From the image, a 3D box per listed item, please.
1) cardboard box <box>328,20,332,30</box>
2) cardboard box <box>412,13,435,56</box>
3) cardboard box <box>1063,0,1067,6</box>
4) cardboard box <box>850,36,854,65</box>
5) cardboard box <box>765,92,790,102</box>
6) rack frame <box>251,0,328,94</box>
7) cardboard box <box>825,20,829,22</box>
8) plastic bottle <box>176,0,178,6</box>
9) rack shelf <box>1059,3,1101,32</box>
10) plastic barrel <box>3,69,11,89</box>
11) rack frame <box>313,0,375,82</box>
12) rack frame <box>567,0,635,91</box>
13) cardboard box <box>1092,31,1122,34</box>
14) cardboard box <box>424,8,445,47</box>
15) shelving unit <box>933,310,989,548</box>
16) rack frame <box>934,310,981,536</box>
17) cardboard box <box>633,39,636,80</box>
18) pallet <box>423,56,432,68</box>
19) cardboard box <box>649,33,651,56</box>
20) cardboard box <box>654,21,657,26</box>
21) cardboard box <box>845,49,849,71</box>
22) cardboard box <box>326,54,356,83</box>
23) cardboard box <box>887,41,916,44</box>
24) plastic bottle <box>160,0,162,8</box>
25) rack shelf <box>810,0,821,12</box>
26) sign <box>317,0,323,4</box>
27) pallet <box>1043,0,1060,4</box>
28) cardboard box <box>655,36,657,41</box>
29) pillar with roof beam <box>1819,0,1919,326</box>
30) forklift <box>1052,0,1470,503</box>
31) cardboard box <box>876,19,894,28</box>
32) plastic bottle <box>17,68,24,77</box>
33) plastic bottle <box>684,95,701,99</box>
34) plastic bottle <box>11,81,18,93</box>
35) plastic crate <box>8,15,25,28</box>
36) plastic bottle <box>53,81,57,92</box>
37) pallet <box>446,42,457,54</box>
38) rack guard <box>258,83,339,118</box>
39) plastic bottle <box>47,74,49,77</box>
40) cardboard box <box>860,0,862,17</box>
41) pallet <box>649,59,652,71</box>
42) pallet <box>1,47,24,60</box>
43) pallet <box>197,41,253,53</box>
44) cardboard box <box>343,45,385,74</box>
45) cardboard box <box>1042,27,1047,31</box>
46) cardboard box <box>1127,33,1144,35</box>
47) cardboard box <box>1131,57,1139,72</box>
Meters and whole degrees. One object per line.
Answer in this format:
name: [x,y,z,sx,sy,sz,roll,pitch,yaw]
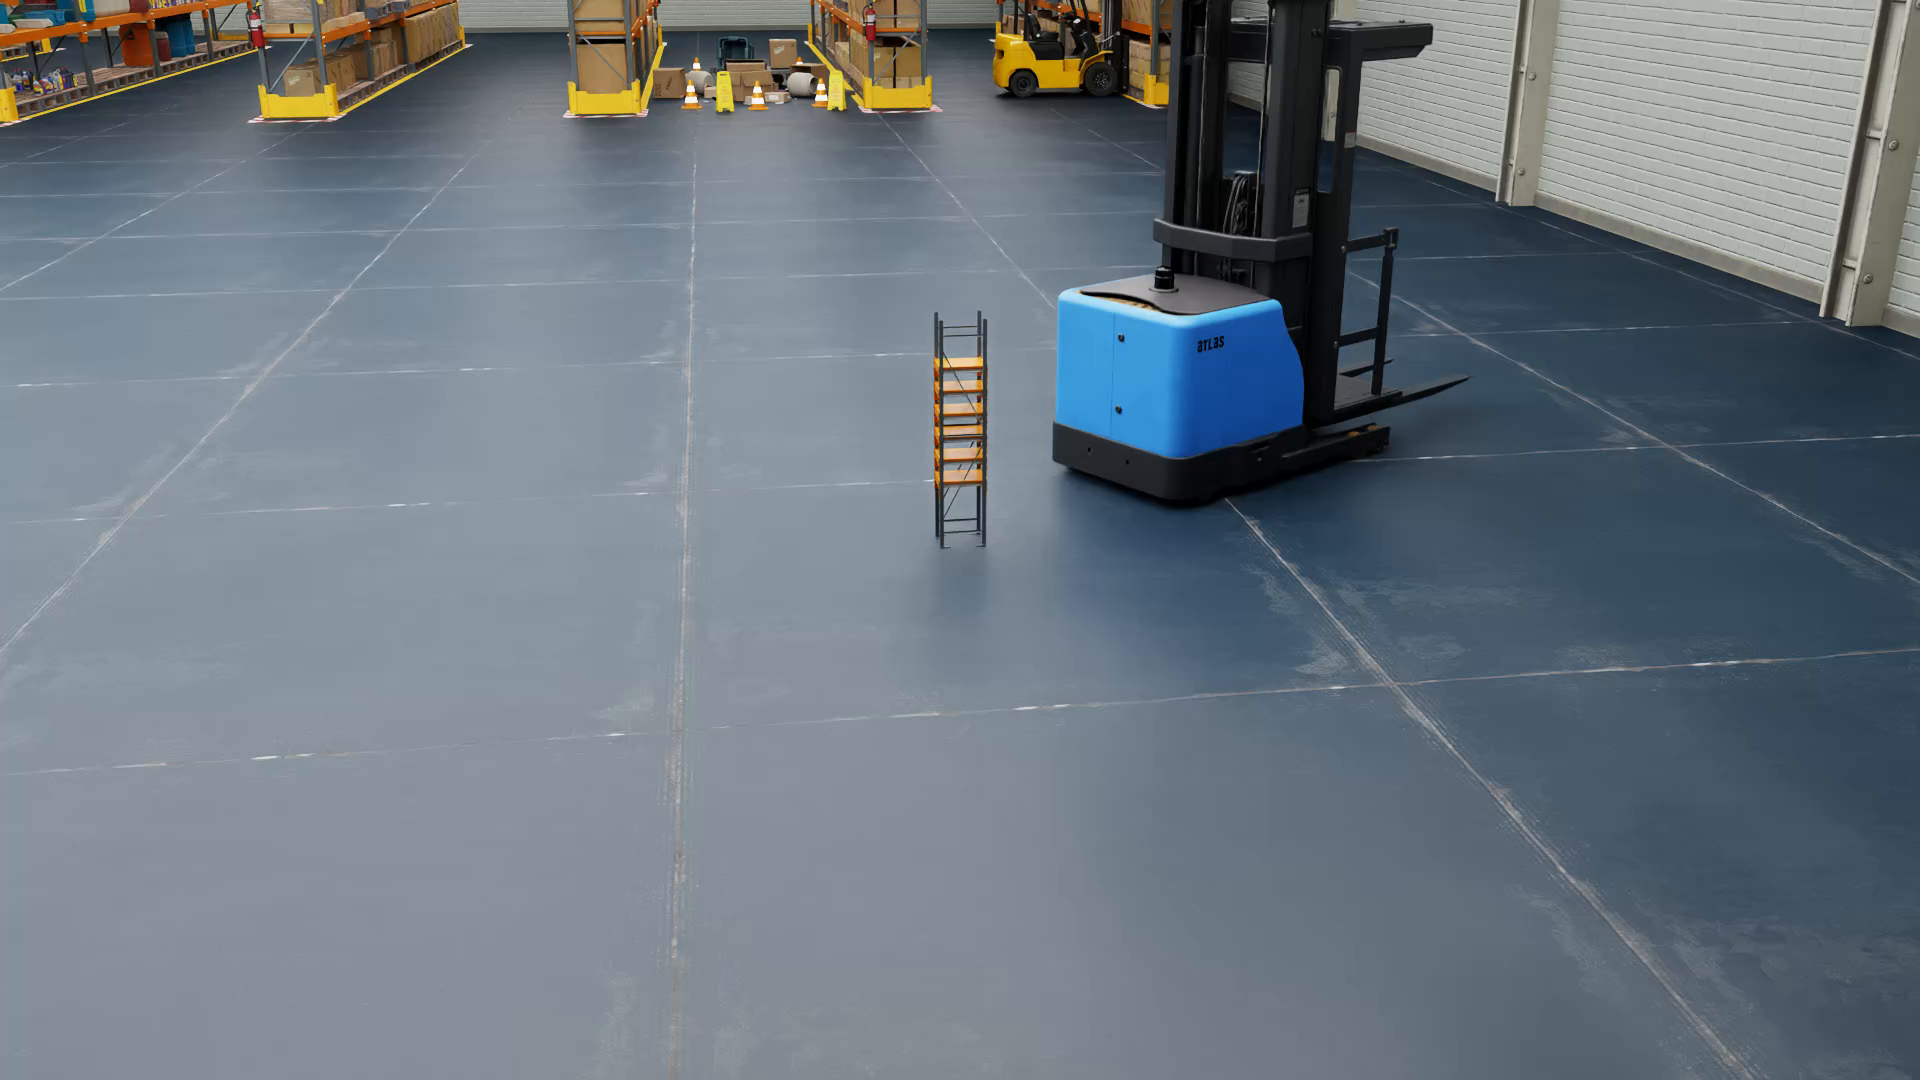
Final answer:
cardboard box: [-10.774,-8.636,27.910,0.380,0.149,0.250,-3,21,-8]
cardboard box: [-12.362,-11.209,36.877,1.225,0.875,0.875,-4,21,-10]
cardboard box: [2.513,-11.668,35.883,0.500,0.250,0.500,-3,21,-8]
cardboard box: [-1.826,-9.309,31.612,0.500,0.500,0.500,-2,21,-5]
cardboard box: [-3.255,-7.899,29.652,0.380,0.149,0.250,8,22,20]
rack frame: [-10.874,-8.383,26.873,1.000,3.000,0.127,-3,21,-8]
cardboard box: [-3.039,-12.879,41.973,0.875,0.438,0.875,-2,21,-6]
plastic bottle: [-16.906,-11.608,35.792,0.097,0.201,0.097,0,20,0]
rack shelf: [2.979,-10.875,34.573,1.077,0.370,4.000,-3,21,-8]
plastic barrel: [-16.018,-7.562,27.630,0.421,0.512,0.421,0,20,0]
rack frame: [-11.450,-9.768,30.581,1.000,3.000,0.127,-3,21,-8]
rack frame: [-5.951,-8.598,27.449,1.000,3.000,0.127,-3,21,-8]
cardboard box: [2.966,-10.313,34.834,0.875,0.625,0.625,-4,21,-10]
cardboard box: [-12.620,-11.971,38.918,0.875,0.875,0.875,-3,21,-8]
shelving unit: [0.002,-0.557,8.493,0.258,1.200,0.189,-3,21,-8]
rack frame: [-0.011,-0.589,8.578,0.240,1.200,0.006,-3,21,-8]
cardboard box: [-6.506,-8.963,30.863,0.875,0.875,0.875,-3,21,-7]
pallet: [-12.239,-10.544,36.646,1.003,0.211,1.213,-3,21,-8]
cardboard box: [-7.030,-10.825,36.385,0.500,0.500,0.500,-3,21,-7]
cardboard box: [-7.788,-12.934,41.682,0.380,0.149,0.250,-3,21,-9]
cardboard box: [-1.829,-9.663,33.457,0.950,0.372,0.625,-2,21,-4]
cardboard box: [-11.432,-8.653,30.569,0.500,0.500,0.500,-4,21,-9]
cardboard box: [-1.058,-8.799,30.245,0.500,0.500,0.500,-3,21,-7]
plastic bottle: [-16.746,-11.224,34.763,0.097,0.201,0.097,0,20,0]
rack shelf: [-3.085,-13.393,41.315,1.077,0.370,4.000,-3,21,-8]
sign: [-10.337,-8.816,26.795,0.100,0.325,0.005,-3,21,-8]
pallet: [2.524,-12.045,36.953,1.213,0.211,1.003,-3,21,-8]
cardboard box: [-7.738,-12.477,41.310,0.380,0.149,0.250,-4,21,-10]
pillar with roof beam: [2.970,-5.782,11.335,9.100,9.000,0.400,-3,21,-8]
forklift: [1.992,-1.987,9.848,3.031,2.935,1.130,-17,26,-37]
cardboard box: [-1.333,-8.883,28.573,0.380,0.149,0.250,-2,21,-6]
plastic bottle: [-16.646,-8.183,29.494,0.144,0.351,0.185,-2,21,-6]
plastic bottle: [-4.860,-8.055,30.194,0.283,0.061,0.133,-11,23,-26]
plastic bottle: [-16.417,-7.857,28.836,0.097,0.201,0.097,0,20,0]
plastic crate: [-16.435,-8.934,28.653,0.450,0.188,0.662,-3,21,-8]
plastic bottle: [-15.836,-7.930,29.032,0.097,0.201,0.097,0,20,0]
pallet: [-12.815,-11.922,40.334,1.003,0.211,1.213,-3,21,-8]
rack guard: [-10.885,-7.238,27.381,1.175,0.500,0.348,-3,21,-8]
plastic bottle: [-15.997,-8.051,29.237,0.061,0.283,0.133,-3,21,-8]
cardboard box: [-1.486,-9.416,29.072,0.500,0.500,0.500,-3,21,-8]
pallet: [-7.216,-10.332,36.078,1.003,0.211,1.213,-3,21,-8]
pallet: [-22.684,-11.394,38.921,1.003,0.211,1.213,-3,21,-8]
pallet: [-18.001,-12.079,40.754,1.003,0.211,1.213,-3,21,-8]
cardboard box: [-11.649,-9.376,32.477,0.700,0.500,0.500,-5,21,-12]
cardboard box: [2.184,-11.599,38.457,0.500,0.500,0.500,-4,21,-10]
cardboard box: [3.530,-9.735,32.396,0.500,0.250,0.500,-3,21,-7]
cardboard box: [3.403,-8.604,30.080,0.500,0.250,0.500,-3,21,-8]
